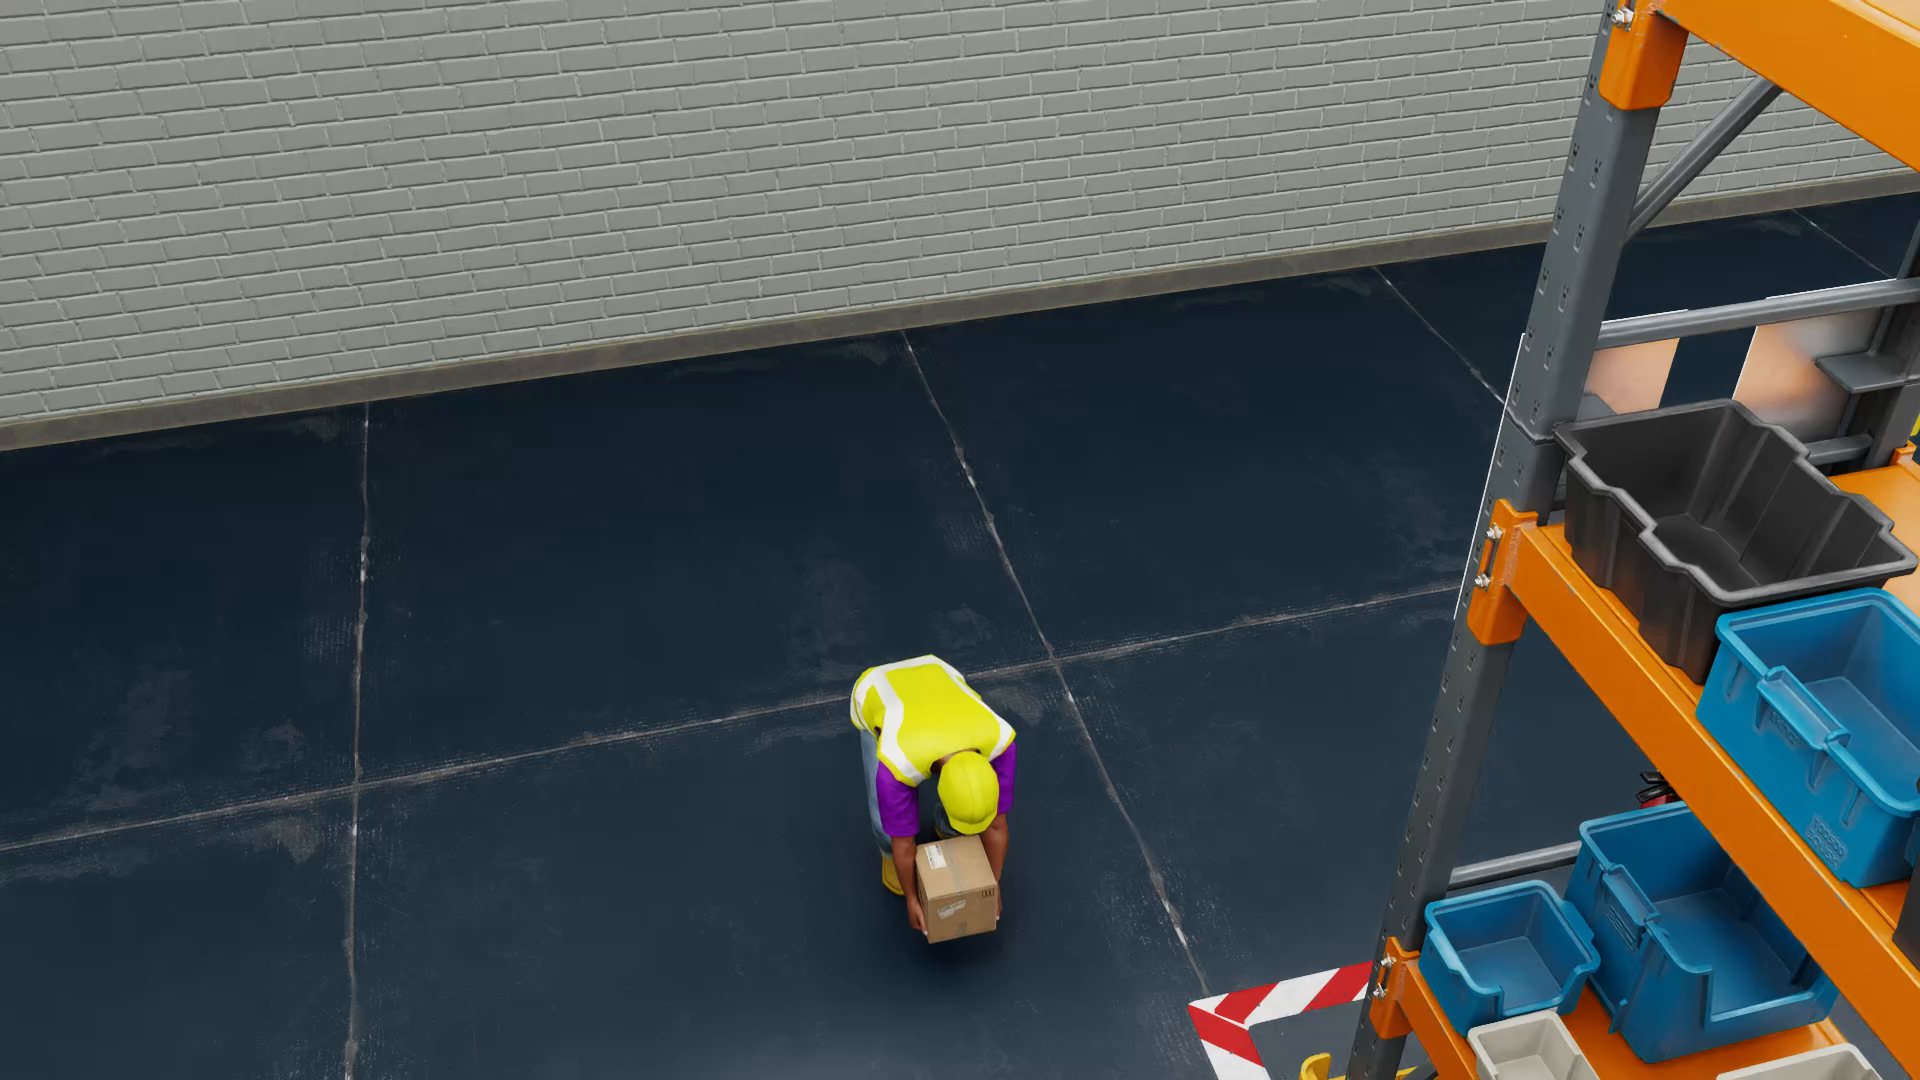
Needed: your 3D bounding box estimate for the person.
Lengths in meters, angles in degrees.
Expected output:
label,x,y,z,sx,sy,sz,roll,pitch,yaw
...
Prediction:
label,x,y,z,sx,sy,sz,roll,pitch,yaw
person,-0.082,0.928,6.118,0.520,1.014,0.956,-11,39,-14
